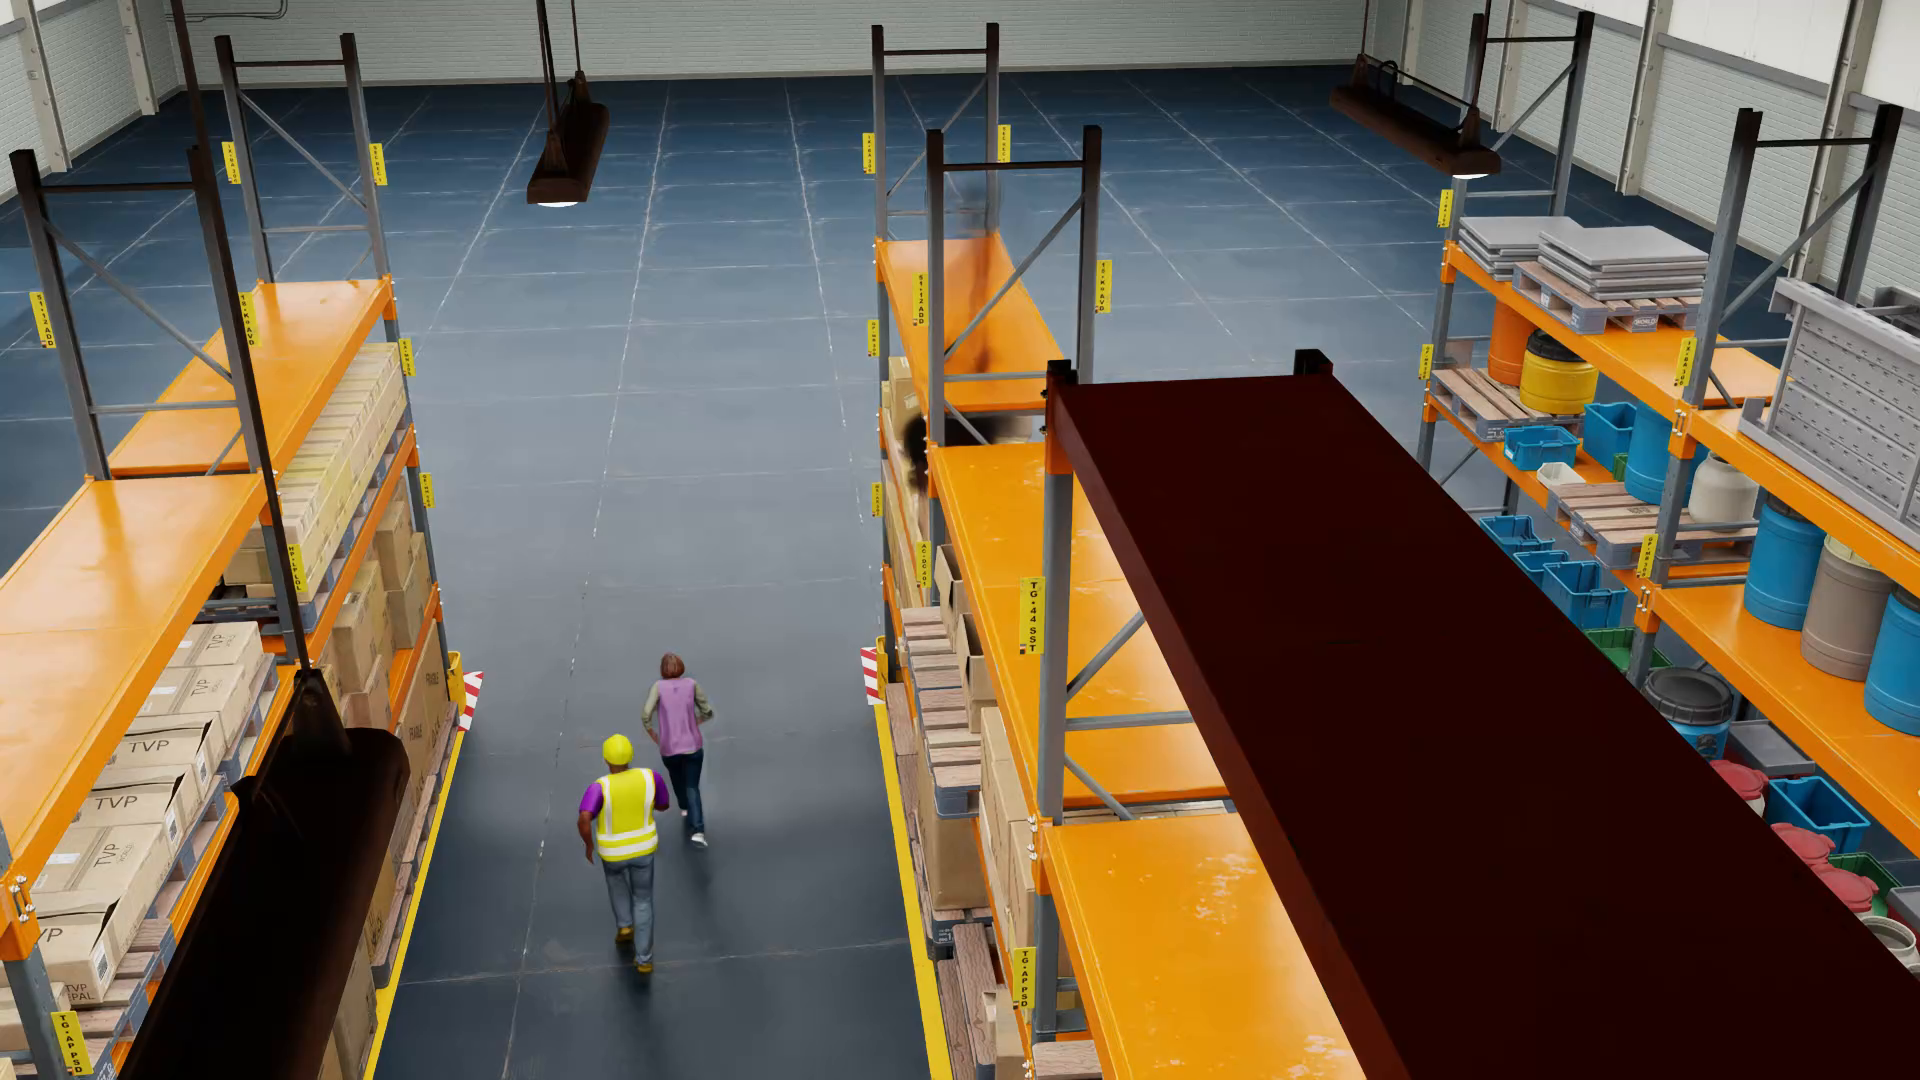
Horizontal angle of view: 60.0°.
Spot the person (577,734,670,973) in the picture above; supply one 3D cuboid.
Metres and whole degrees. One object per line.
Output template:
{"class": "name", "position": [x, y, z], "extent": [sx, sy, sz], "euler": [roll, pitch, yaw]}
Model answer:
{"class": "person", "position": [-2.352, 2.237, 11.812], "extent": [0.663, 1.818, 0.831], "euler": [-7, 26, -15]}

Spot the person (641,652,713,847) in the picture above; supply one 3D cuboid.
{"class": "person", "position": [-2.187, 1.738, 13.139], "extent": [0.571, 1.547, 0.916], "euler": [-9, 27, -18]}
